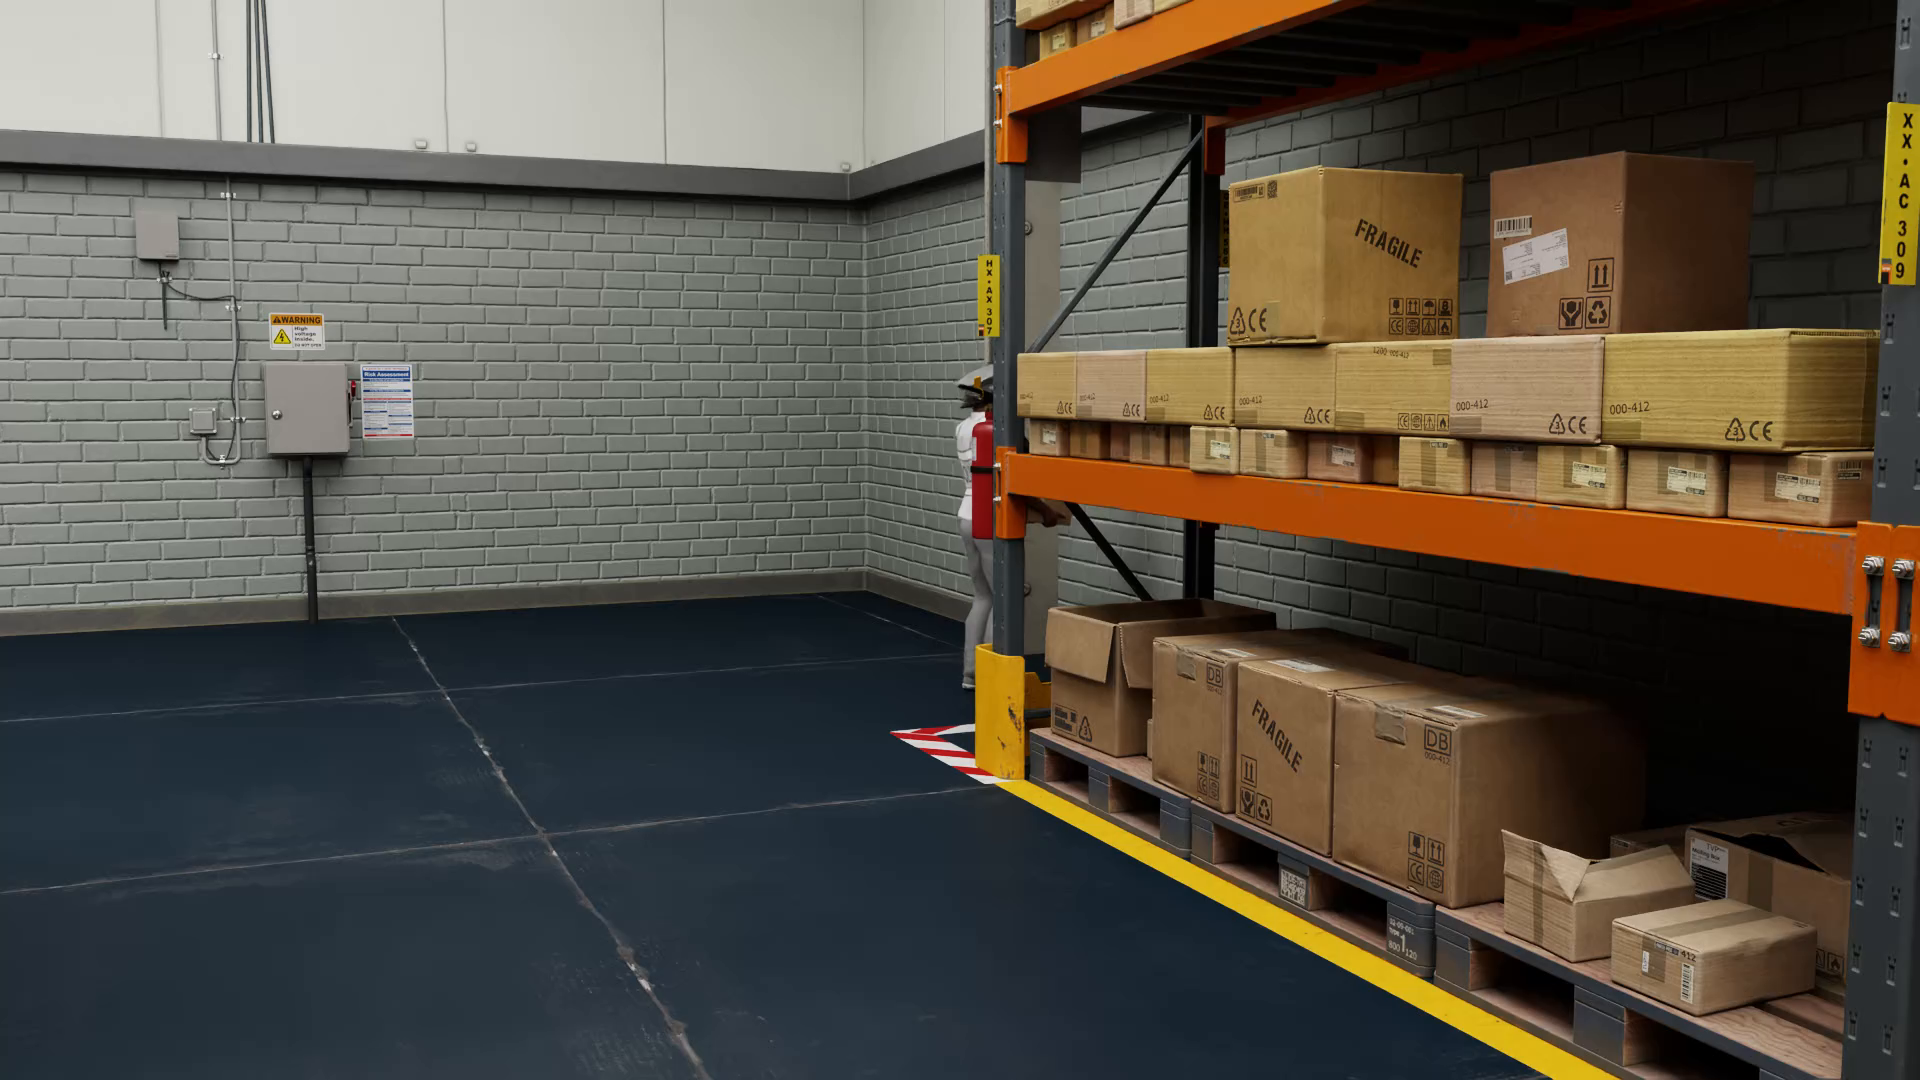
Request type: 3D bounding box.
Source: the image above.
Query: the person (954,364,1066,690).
[{"bbox_3d":[0.244,-0.056,8.474,0.530,1.688,0.450,-2,6,-23],"label":"person"}]
